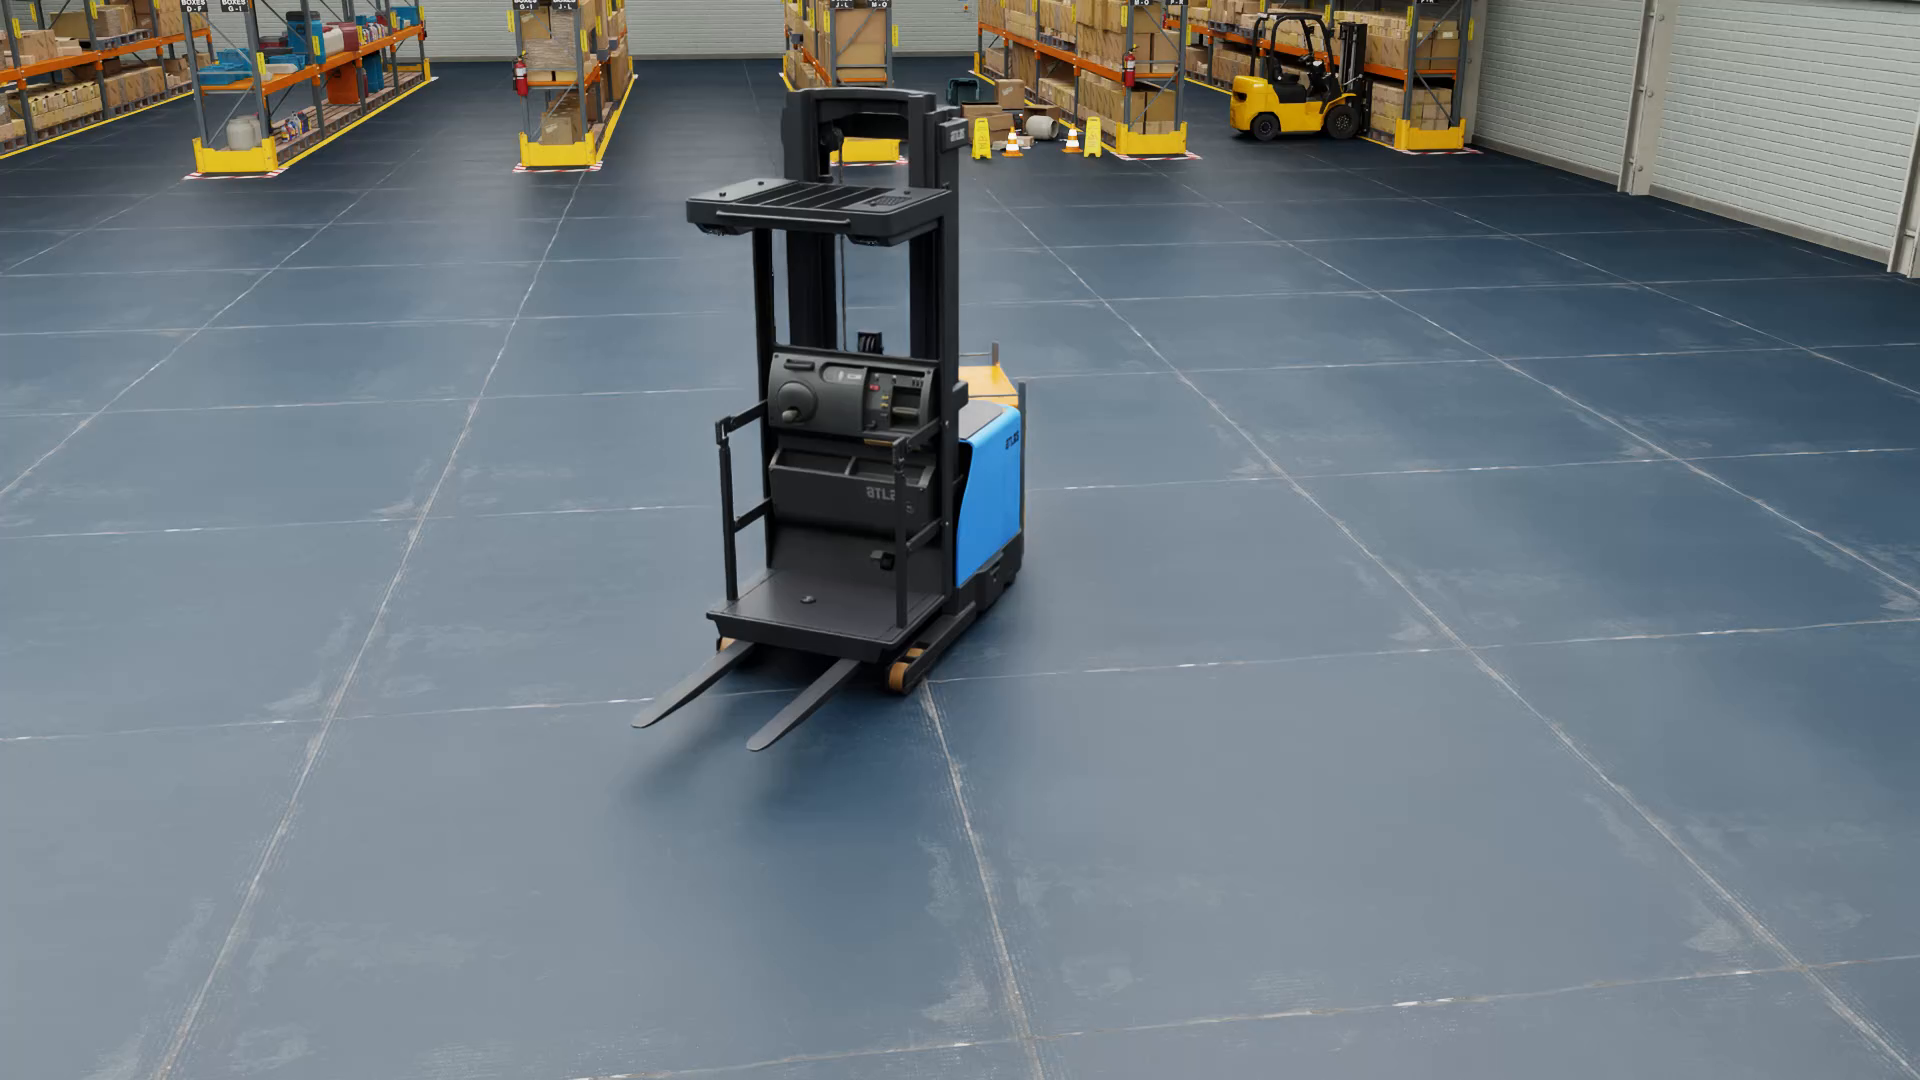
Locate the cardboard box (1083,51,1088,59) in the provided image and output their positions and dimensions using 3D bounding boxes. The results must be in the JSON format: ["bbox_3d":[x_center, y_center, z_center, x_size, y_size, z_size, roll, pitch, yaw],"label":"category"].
[{"bbox_3d":[2.515,-9.073,31.081,0.380,0.149,0.250,-2,21,-6],"label":"cardboard box"}]

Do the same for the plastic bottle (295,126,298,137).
[{"bbox_3d":[-11.492,-7.064,28.713,0.097,0.201,0.097,0,20,0],"label":"plastic bottle"}]

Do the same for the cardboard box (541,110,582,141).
[{"bbox_3d":[-6.724,-6.964,28.048,0.500,0.500,0.500,2,21,6],"label":"cardboard box"}]

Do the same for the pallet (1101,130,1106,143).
[{"bbox_3d":[3.011,-7.441,30.336,1.003,0.211,1.213,-3,21,-8],"label":"pallet"}]

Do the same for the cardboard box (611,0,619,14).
[{"bbox_3d":[-8.076,-12.270,37.999,0.500,0.500,0.500,-3,21,-8],"label":"cardboard box"}]

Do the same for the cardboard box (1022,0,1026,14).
[{"bbox_3d":[1.643,-11.817,36.495,0.500,0.500,0.500,-3,21,-8],"label":"cardboard box"}]

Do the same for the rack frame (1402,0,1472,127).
[{"bbox_3d":[8.188,-8.268,28.565,1.000,3.000,0.127,-3,21,-8],"label":"rack frame"}]

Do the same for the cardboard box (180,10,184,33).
[{"bbox_3d":[-18.089,-11.936,38.244,0.500,0.500,0.500,-3,21,-9],"label":"cardboard box"}]

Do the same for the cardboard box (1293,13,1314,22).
[{"bbox_3d":[7.014,-10.639,33.845,0.380,0.149,0.250,-3,21,-9],"label":"cardboard box"}]

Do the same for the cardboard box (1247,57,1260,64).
[{"bbox_3d":[6.648,-10.712,37.154,0.380,0.149,0.250,-4,21,-10],"label":"cardboard box"}]

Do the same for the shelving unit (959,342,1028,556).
[{"bbox_3d":[0.078,-0.594,10.699,0.538,1.125,1.048,-3,21,-7],"label":"shelving unit"}]

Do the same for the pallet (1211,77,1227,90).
[{"bbox_3d":[6.612,-10.836,39.428,1.003,0.211,1.213,-3,21,-8],"label":"pallet"}]

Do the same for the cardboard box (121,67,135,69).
[{"bbox_3d":[-18.235,-10.028,36.222,0.500,0.500,0.500,-4,21,-10],"label":"cardboard box"}]

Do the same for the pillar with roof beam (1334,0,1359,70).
[{"bbox_3d":[3.854,-13.225,33.264,9.100,9.000,0.400,-3,21,-8],"label":"pillar with roof beam"}]

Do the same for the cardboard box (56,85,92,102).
[{"bbox_3d":[-17.086,-8.611,32.011,0.500,0.311,0.500,-3,21,-9],"label":"cardboard box"}]

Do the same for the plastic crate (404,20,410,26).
[{"bbox_3d":[-13.441,-12.438,40.021,0.396,0.136,0.243,-3,21,-8],"label":"plastic crate"}]

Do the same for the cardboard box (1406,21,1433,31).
[{"bbox_3d":[7.927,-8.871,28.686,0.380,0.149,0.250,-3,21,-8],"label":"cardboard box"}]

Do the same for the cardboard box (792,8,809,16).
[{"bbox_3d":[-3.399,-11.276,35.527,0.380,0.149,0.250,-2,21,-6],"label":"cardboard box"}]

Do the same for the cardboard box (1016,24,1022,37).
[{"bbox_3d":[1.546,-11.404,37.177,0.500,0.250,0.500,-3,21,-9],"label":"cardboard box"}]

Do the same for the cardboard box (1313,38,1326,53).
[{"bbox_3d":[7.279,-9.744,32.731,0.500,0.250,0.500,-2,21,-7],"label":"cardboard box"}]

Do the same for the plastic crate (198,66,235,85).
[{"bbox_3d":[-11.800,-7.355,26.334,0.499,0.251,0.616,-3,21,-8],"label":"plastic crate"}]

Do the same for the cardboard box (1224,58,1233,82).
[{"bbox_3d":[6.459,-10.913,38.619,0.500,0.500,0.500,-4,21,-9],"label":"cardboard box"}]

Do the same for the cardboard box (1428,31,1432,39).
[{"bbox_3d":[8.297,-8.831,29.004,0.380,0.149,0.250,-3,21,-8],"label":"cardboard box"}]

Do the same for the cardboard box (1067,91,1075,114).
[{"bbox_3d":[2.622,-8.548,32.472,0.950,0.372,0.625,-3,21,-7],"label":"cardboard box"}]

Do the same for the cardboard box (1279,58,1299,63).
[{"bbox_3d":[7.268,-10.564,36.757,0.380,0.149,0.250,-2,21,-5],"label":"cardboard box"}]

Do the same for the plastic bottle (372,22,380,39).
[{"bbox_3d":[-12.678,-11.032,36.038,0.144,0.351,0.185,-3,21,-8],"label":"plastic bottle"}]

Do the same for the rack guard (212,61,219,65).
[{"bbox_3d":[-18.629,-11.360,40.418,1.175,0.500,0.348,-3,21,-8],"label":"rack guard"}]

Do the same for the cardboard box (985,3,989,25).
[{"bbox_3d":[0.911,-13.071,41.283,0.500,0.500,0.500,-3,21,-8],"label":"cardboard box"}]

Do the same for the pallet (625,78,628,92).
[{"bbox_3d":[-8.292,-10.632,38.881,1.003,0.211,1.213,-3,21,-8],"label":"pallet"}]

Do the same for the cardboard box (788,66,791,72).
[{"bbox_3d":[-4.065,-11.669,41.145,0.380,0.149,0.250,-3,21,-7],"label":"cardboard box"}]

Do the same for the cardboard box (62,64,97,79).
[{"bbox_3d":[-17.866,-9.505,33.751,0.500,0.250,0.500,-2,21,-6],"label":"cardboard box"}]

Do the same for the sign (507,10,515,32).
[{"bbox_3d":[-7.082,-8.186,26.239,0.100,0.325,0.005,-3,21,-8],"label":"sign"}]

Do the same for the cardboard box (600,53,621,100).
[{"bbox_3d":[-7.762,-9.728,34.910,1.225,0.875,0.875,-4,21,-10],"label":"cardboard box"}]

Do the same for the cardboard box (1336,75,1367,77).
[{"bbox_3d":[7.434,-8.669,31.540,0.500,0.250,0.500,-3,21,-8],"label":"cardboard box"}]

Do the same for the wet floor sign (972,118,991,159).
[{"bbox_3d":[0.356,-6.718,27.782,0.267,0.644,0.232,-7,21,-17],"label":"wet floor sign"}]

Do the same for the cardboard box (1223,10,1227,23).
[{"bbox_3d":[6.278,-12.056,38.300,0.396,0.266,0.258,-2,21,-5],"label":"cardboard box"}]

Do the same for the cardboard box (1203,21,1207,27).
[{"bbox_3d":[6.103,-12.492,40.233,0.380,0.149,0.250,-2,21,-6],"label":"cardboard box"}]

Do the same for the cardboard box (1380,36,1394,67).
[{"bbox_3d":[7.791,-8.652,29.451,0.500,0.500,0.500,-2,21,-6],"label":"cardboard box"}]

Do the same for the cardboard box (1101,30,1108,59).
[{"bbox_3d":[2.789,-8.723,29.217,0.500,0.500,0.500,-3,21,-8],"label":"cardboard box"}]

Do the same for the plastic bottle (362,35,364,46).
[{"bbox_3d":[-12.368,-10.357,34.325,0.061,0.283,0.133,-3,21,-8],"label":"plastic bottle"}]

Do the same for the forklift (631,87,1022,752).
[{"bbox_3d":[-0.655,-0.744,8.518,1.130,2.935,3.031,8,22,21],"label":"forklift"}]

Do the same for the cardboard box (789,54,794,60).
[{"bbox_3d":[-3.965,-11.758,40.534,0.380,0.149,0.250,-3,21,-7],"label":"cardboard box"}]

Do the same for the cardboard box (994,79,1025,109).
[{"bbox_3d":[0.943,-8.485,31.636,0.500,0.500,0.500,-3,21,-8],"label":"cardboard box"}]

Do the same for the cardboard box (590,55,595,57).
[{"bbox_3d":[-6.758,-8.637,29.913,0.380,0.149,0.250,-3,21,-8],"label":"cardboard box"}]

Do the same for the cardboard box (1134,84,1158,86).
[{"bbox_3d":[3.286,-7.932,29.925,0.500,0.500,0.500,-3,21,-7],"label":"cardboard box"}]

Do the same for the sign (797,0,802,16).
[{"bbox_3d":[-3.296,-10.976,34.275,0.100,0.325,0.005,-3,21,-8],"label":"sign"}]

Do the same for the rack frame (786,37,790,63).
[{"bbox_3d":[-3.914,-13.271,41.962,1.000,3.000,0.127,-3,21,-8],"label":"rack frame"}]

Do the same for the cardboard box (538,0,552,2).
[{"bbox_3d":[-7.065,-8.868,28.177,0.500,0.500,0.500,-3,21,-8],"label":"cardboard box"}]

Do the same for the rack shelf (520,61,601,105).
[{"bbox_3d":[-6.819,-7.872,28.533,1.077,0.370,4.000,-3,21,-8],"label":"rack shelf"}]

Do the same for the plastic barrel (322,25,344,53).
[{"bbox_3d":[-12.225,-9.743,32.356,0.421,0.512,0.421,0,20,0],"label":"plastic barrel"}]

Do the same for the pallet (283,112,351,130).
[{"bbox_3d":[-12.339,-8.038,31.937,1.003,0.211,1.213,-3,21,-8],"label":"pallet"}]

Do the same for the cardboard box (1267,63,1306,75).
[{"bbox_3d":[7.111,-9.905,35.743,0.875,0.625,0.625,-2,21,-6],"label":"cardboard box"}]

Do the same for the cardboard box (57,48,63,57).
[{"bbox_3d":[-17.247,-9.231,31.505,0.380,0.149,0.250,-1,21,-4],"label":"cardboard box"}]

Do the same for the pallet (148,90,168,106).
[{"bbox_3d":[-17.909,-9.587,36.082,1.003,0.211,1.213,-3,21,-8],"label":"pallet"}]

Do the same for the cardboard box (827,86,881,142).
[{"bbox_3d":[-1.771,-7.164,28.047,0.875,0.875,0.875,-3,21,-7],"label":"cardboard box"}]
